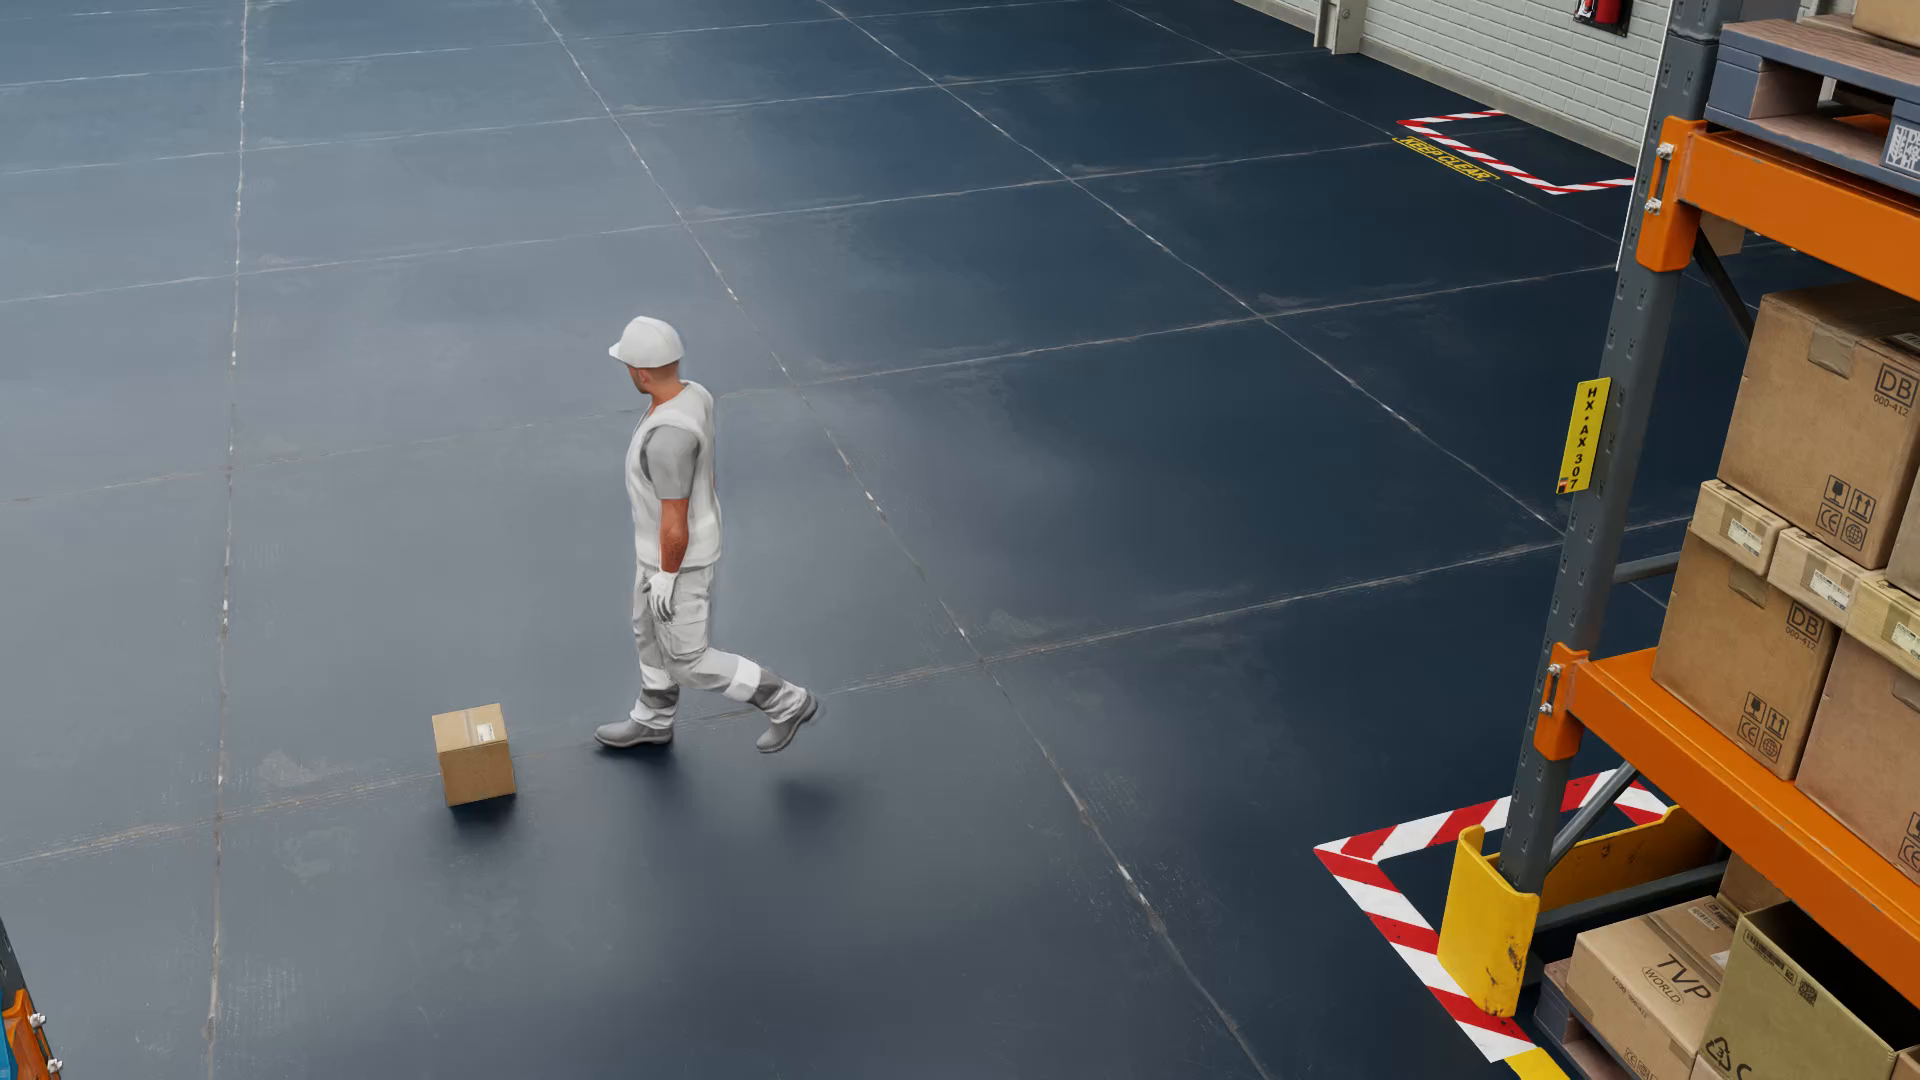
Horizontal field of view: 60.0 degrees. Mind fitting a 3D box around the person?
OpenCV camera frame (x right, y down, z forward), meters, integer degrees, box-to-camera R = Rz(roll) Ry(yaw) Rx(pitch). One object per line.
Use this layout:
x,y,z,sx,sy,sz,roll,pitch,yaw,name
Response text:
-0.984,0.029,6.051,0.873,1.769,0.557,-3,30,-5,person
